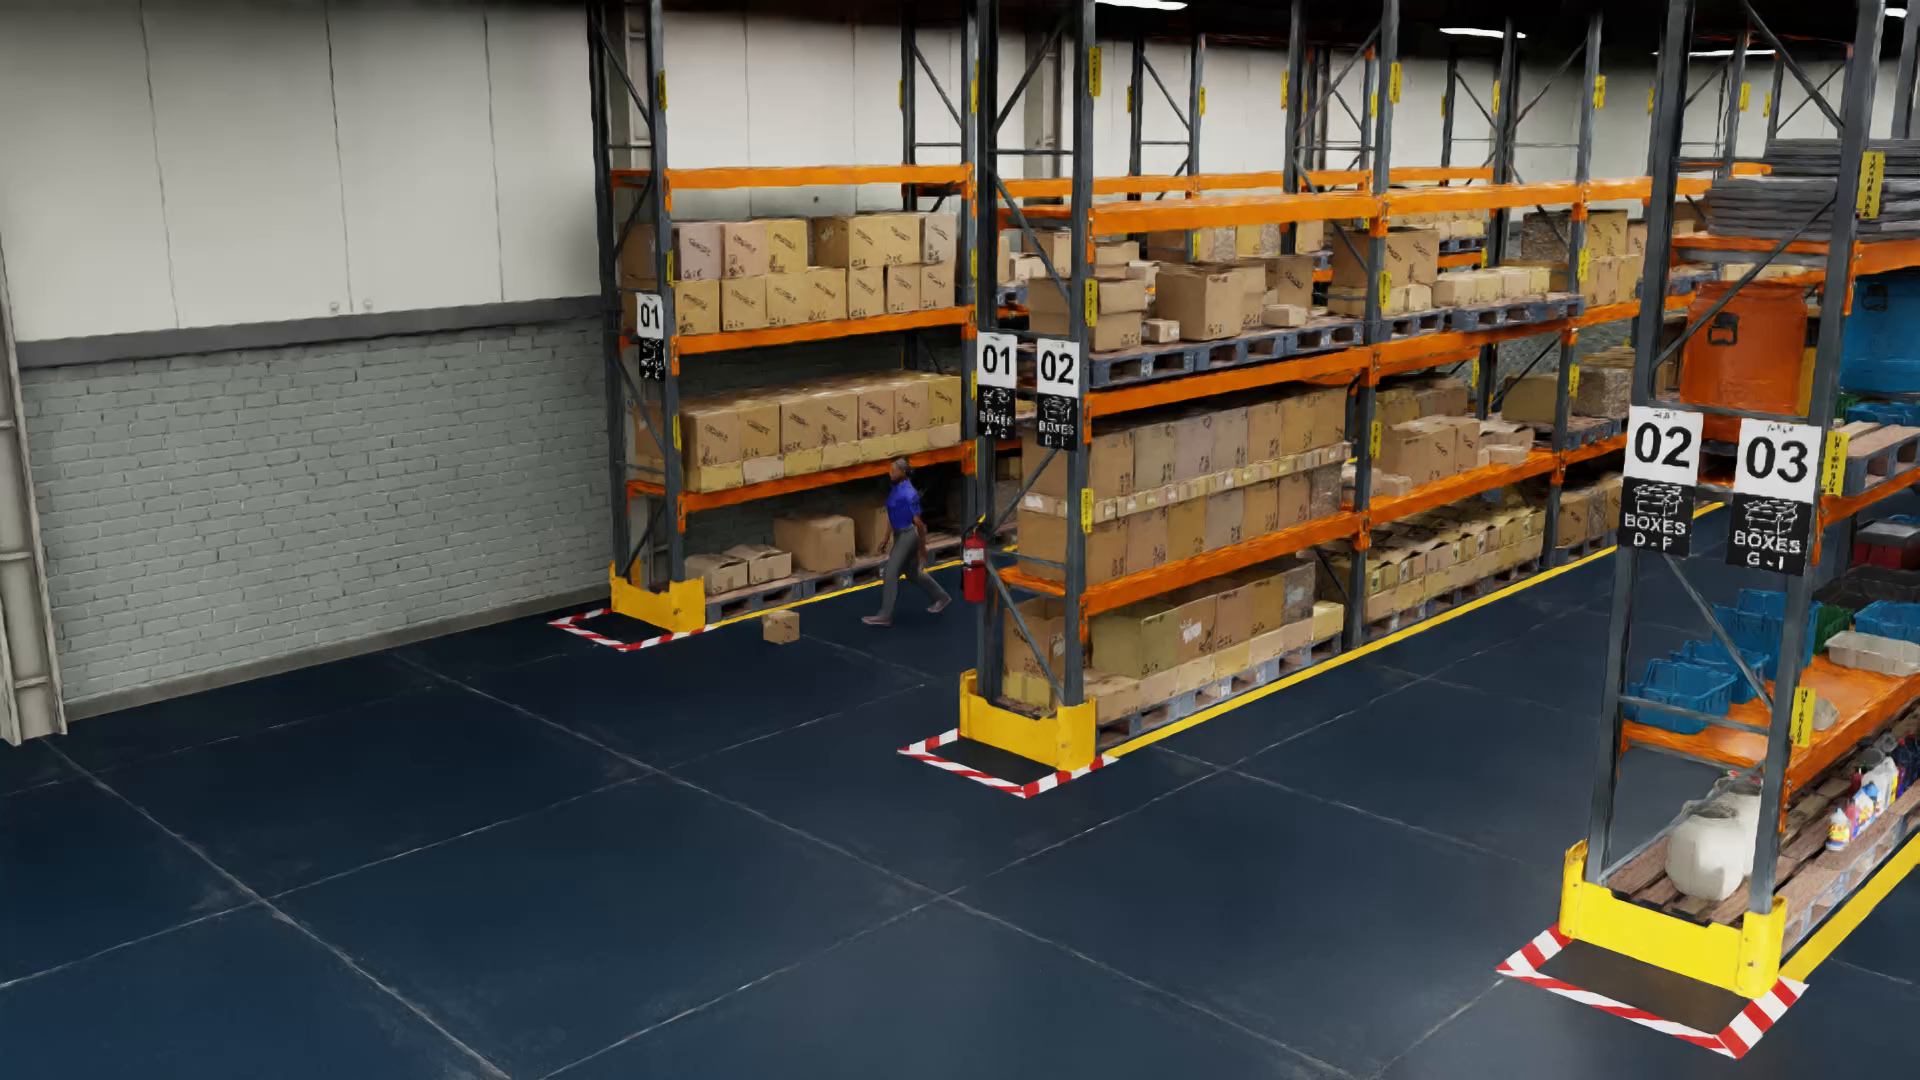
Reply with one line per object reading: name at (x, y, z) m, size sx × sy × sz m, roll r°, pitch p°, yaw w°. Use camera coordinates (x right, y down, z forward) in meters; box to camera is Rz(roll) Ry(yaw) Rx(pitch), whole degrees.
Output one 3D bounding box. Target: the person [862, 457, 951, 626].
person at (-0.510, 0.001, 16.010) m, size 0.964 × 1.611 × 0.456 m, roll -5°, pitch 15°, yaw -18°
